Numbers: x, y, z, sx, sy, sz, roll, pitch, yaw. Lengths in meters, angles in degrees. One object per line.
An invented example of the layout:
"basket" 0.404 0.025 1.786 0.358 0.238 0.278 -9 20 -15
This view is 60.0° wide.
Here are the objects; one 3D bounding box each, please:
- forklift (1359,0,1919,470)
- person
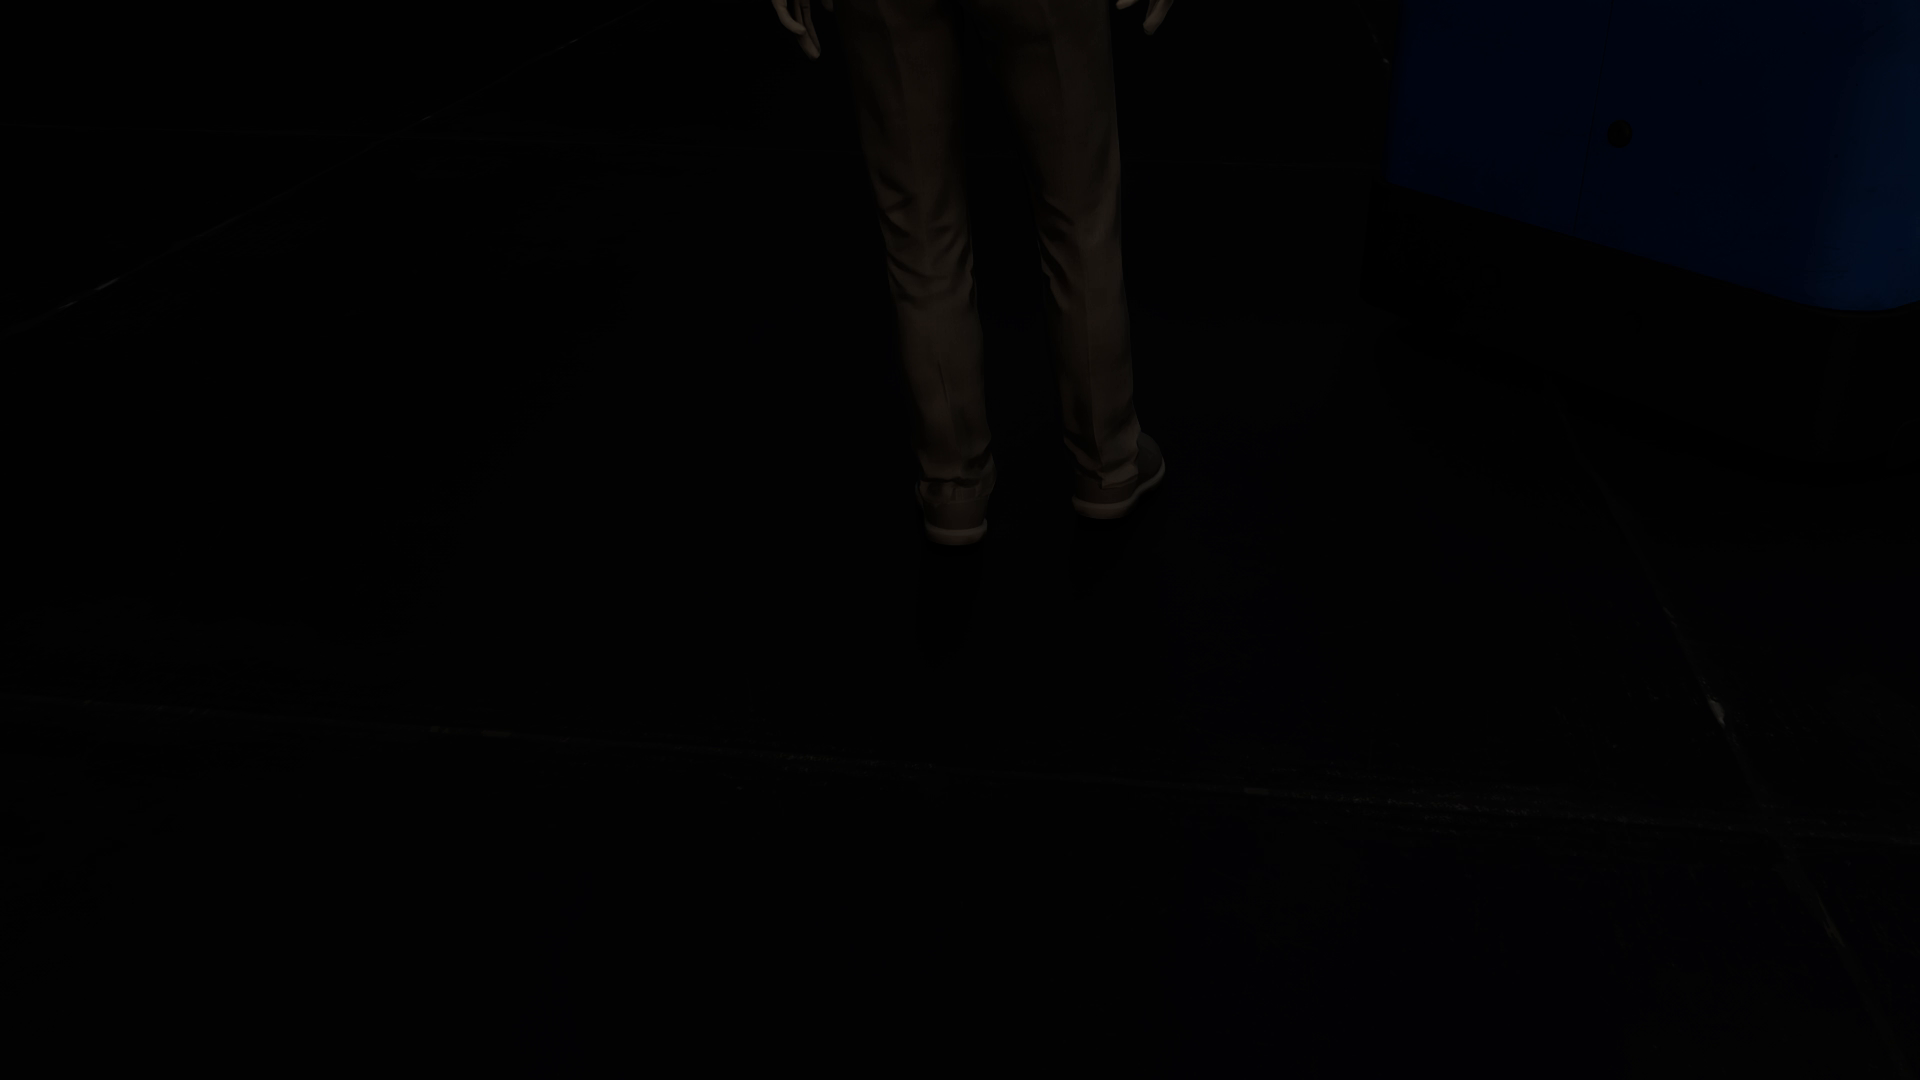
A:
"forklift" 2.313 -1.907 3.039 3.031 2.935 1.130 -16 31 -29
"person" 0.016 -0.795 2.178 0.586 1.694 0.532 3 27 7
